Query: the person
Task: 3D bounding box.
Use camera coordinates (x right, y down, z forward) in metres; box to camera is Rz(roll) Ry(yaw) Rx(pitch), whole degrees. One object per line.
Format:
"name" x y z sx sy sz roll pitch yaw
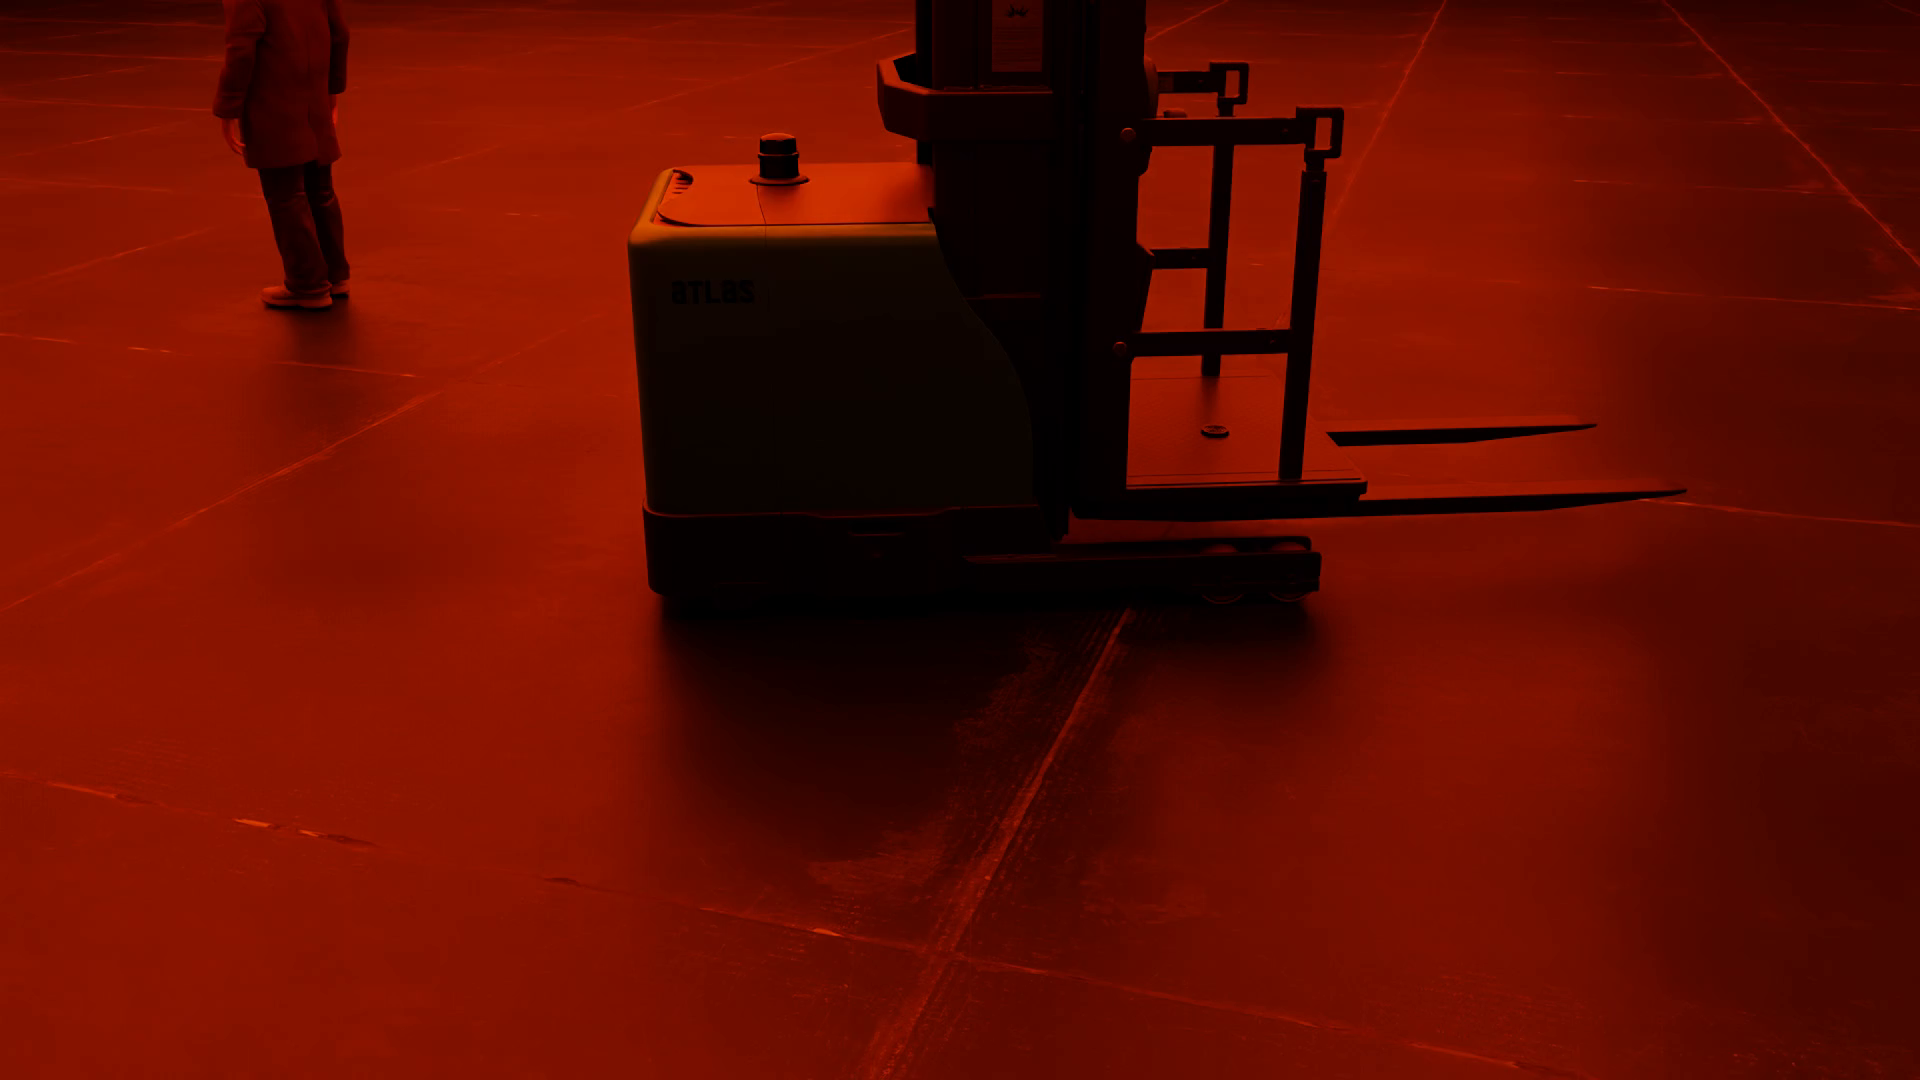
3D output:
"person" -3.081 -1.928 7.443 0.582 1.775 0.694 12 25 26

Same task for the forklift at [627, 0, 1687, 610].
"forklift" 0.606 -1.374 4.608 3.031 2.935 1.130 -2 23 -4
